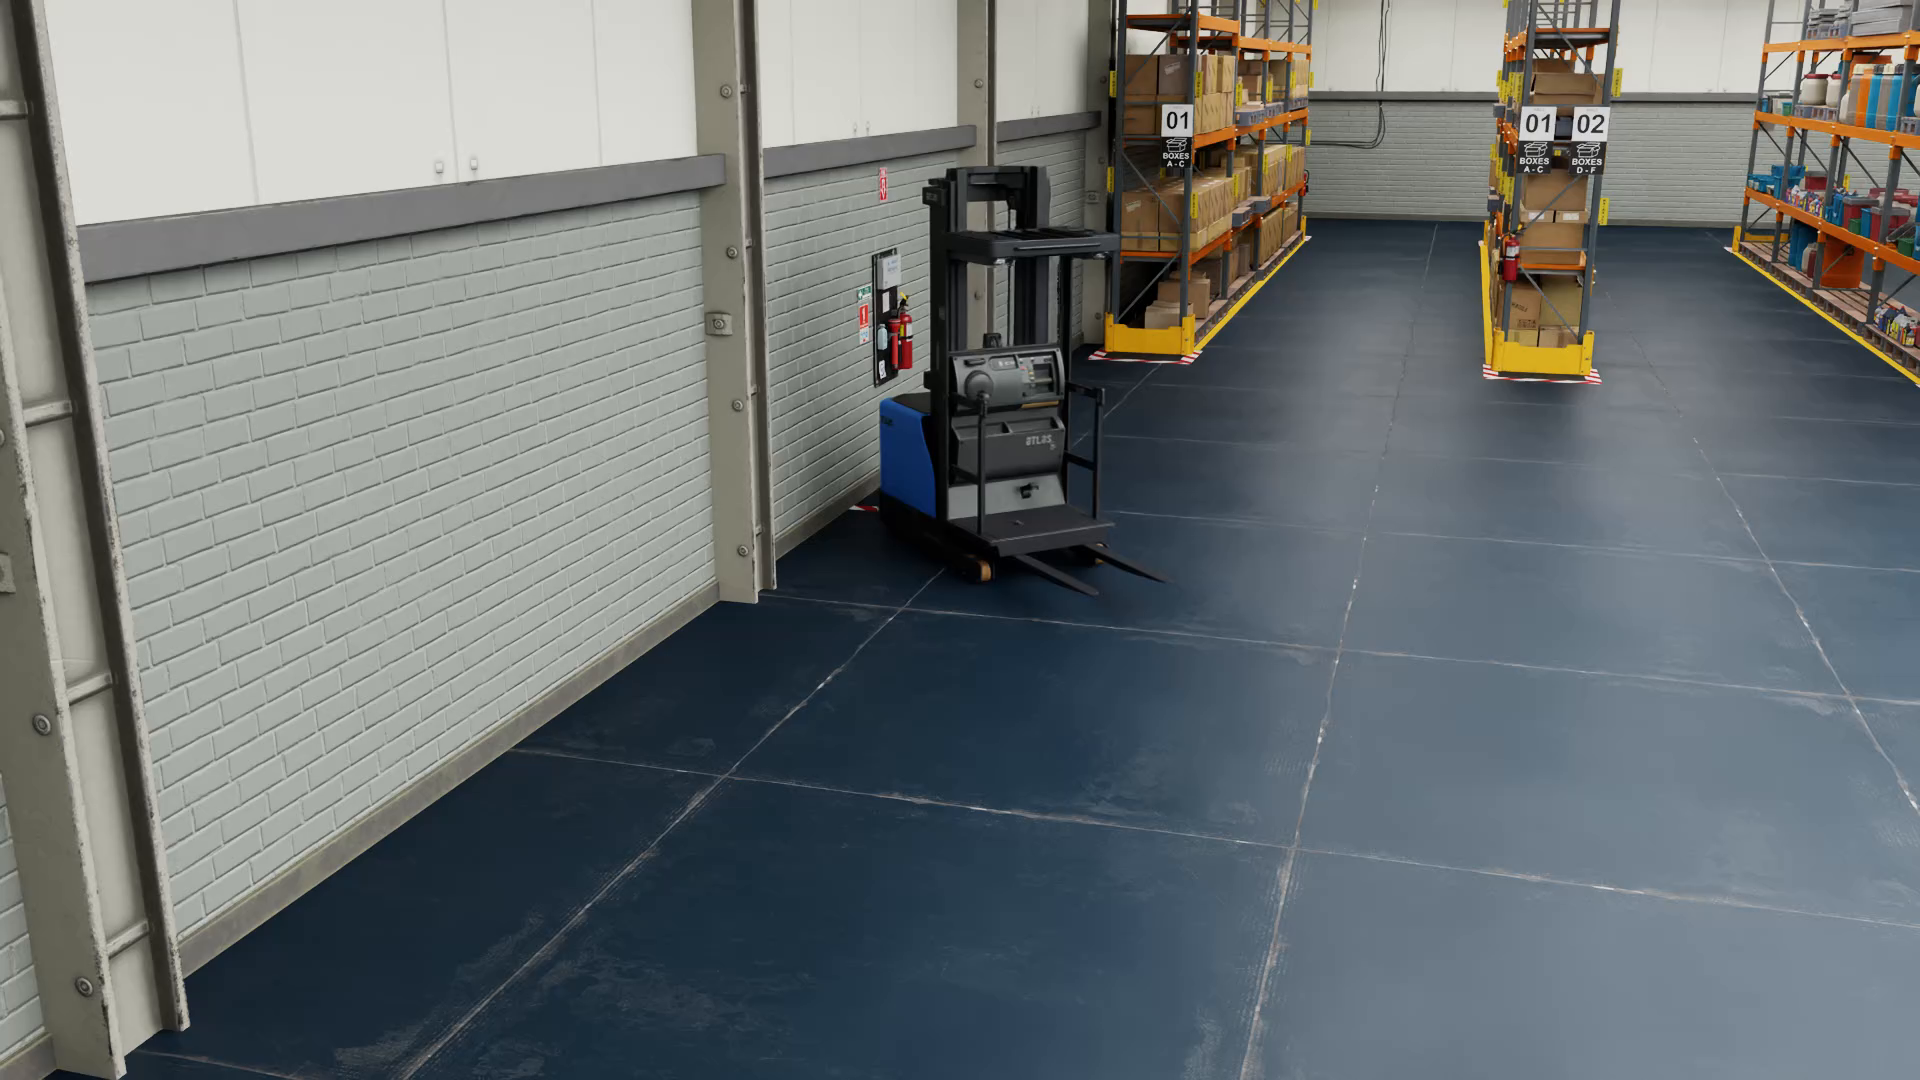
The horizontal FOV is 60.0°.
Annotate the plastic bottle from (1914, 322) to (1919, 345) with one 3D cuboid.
[{"bbox_3d":[12.303,-2.654,21.361,0.061,0.283,0.133,5,16,16],"label":"plastic bottle"}]

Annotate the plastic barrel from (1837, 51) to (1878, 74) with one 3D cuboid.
[{"bbox_3d":[15.073,-7.746,27.957,0.600,0.901,0.708,5,16,16],"label":"plastic barrel"}]

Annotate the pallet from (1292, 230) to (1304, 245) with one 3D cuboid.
[{"bbox_3d":[6.897,-6.576,36.128,1.003,0.211,1.213,5,16,16],"label":"pallet"}]

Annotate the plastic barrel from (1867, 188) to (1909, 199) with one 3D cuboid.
[{"bbox_3d":[14.433,-5.192,25.889,0.600,0.536,0.708,5,16,16],"label":"plastic barrel"}]

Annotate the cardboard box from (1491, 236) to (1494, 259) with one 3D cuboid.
[{"bbox_3d":[9.858,-5.202,29.947,0.500,0.500,0.500,4,16,14],"label":"cardboard box"}]

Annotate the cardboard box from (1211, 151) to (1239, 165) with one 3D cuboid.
[{"bbox_3d":[4.656,-6.740,29.457,0.500,0.250,0.500,5,17,17],"label":"cardboard box"}]

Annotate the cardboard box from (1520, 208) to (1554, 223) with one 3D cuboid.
[{"bbox_3d":[7.179,-4.039,20.700,0.380,0.149,0.250,4,16,15],"label":"cardboard box"}]

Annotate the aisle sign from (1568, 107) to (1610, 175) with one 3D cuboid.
[{"bbox_3d":[7.528,-4.774,19.898,0.394,0.787,0.004,5,16,16],"label":"aisle sign"}]

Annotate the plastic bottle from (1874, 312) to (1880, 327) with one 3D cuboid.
[{"bbox_3d":[12.598,-3.015,22.783,0.097,0.201,0.097,0,16,0],"label":"plastic bottle"}]

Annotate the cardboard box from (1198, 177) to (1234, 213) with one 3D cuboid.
[{"bbox_3d":[3.801,-5.144,24.833,0.500,0.500,0.500,5,16,16],"label":"cardboard box"}]

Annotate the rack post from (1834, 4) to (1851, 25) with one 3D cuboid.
[{"bbox_3d":[14.441,-8.314,26.290,0.954,0.300,0.937,5,16,16],"label":"rack post"}]

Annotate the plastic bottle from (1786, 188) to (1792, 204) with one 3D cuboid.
[{"bbox_3d":[14.860,-6.164,29.780,0.061,0.283,0.133,5,16,16],"label":"plastic bottle"}]

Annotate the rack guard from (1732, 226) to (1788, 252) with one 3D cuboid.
[{"bbox_3d":[16.542,-6.170,34.165,1.175,0.500,0.348,5,16,16],"label":"rack guard"}]

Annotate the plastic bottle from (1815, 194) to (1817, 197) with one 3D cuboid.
[{"bbox_3d":[14.609,-5.772,28.417,0.097,0.271,0.097,0,16,0],"label":"plastic bottle"}]

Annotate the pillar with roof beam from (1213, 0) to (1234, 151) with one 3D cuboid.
[{"bbox_3d":[9.410,-9.889,31.703,9.100,9.000,0.400,5,16,16],"label":"pillar with roof beam"}]

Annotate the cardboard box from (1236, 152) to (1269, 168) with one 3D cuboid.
[{"bbox_3d":[5.160,-6.708,29.343,0.500,0.250,0.500,5,17,17],"label":"cardboard box"}]

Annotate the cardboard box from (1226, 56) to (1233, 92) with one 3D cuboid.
[{"bbox_3d":[3.610,-6.678,23.828,0.500,0.500,0.500,6,17,19],"label":"cardboard box"}]

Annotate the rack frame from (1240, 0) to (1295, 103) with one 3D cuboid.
[{"bbox_3d":[5.913,-9.973,31.998,1.000,3.000,0.127,5,16,16],"label":"rack frame"}]

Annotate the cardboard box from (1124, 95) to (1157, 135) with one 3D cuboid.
[{"bbox_3d":[2.378,-5.577,21.777,0.500,0.500,0.500,6,17,20],"label":"cardboard box"}]

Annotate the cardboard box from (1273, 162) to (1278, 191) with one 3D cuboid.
[{"bbox_3d":[5.600,-6.751,30.869,0.500,0.500,0.500,5,17,17],"label":"cardboard box"}]

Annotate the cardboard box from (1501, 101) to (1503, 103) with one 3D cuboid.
[{"bbox_3d":[10.546,-8.222,31.598,0.500,0.250,0.500,5,16,16],"label":"cardboard box"}]

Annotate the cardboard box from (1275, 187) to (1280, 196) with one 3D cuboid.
[{"bbox_3d":[5.903,-6.659,31.734,0.380,0.149,0.250,5,16,16],"label":"cardboard box"}]

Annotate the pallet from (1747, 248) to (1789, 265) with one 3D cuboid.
[{"bbox_3d":[15.928,-5.492,32.307,1.003,0.211,1.213,5,16,16],"label":"pallet"}]

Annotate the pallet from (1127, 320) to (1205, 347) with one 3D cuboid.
[{"bbox_3d":[2.789,-2.835,22.939,1.003,0.211,1.213,5,16,16],"label":"pallet"}]

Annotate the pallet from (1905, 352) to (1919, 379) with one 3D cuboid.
[{"bbox_3d":[12.214,-2.073,20.251,1.003,0.211,1.213,5,16,16],"label":"pallet"}]

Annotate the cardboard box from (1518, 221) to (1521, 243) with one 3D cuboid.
[{"bbox_3d":[7.689,-4.000,21.753,0.700,0.500,0.500,5,17,16],"label":"cardboard box"}]

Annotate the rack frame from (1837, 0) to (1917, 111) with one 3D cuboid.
[{"bbox_3d":[14.274,-8.158,25.600,1.000,3.000,0.127,5,16,16],"label":"rack frame"}]

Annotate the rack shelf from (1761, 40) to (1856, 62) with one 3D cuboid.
[{"bbox_3d":[15.980,-9.189,31.287,1.077,0.370,4.000,5,16,16],"label":"rack shelf"}]

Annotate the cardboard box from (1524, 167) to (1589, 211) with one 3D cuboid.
[{"bbox_3d":[7.413,-4.371,20.683,0.700,0.500,0.500,5,16,16],"label":"cardboard box"}]

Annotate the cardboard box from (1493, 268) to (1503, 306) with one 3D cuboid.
[{"bbox_3d":[7.674,-3.492,23.038,0.500,0.500,0.500,5,16,16],"label":"cardboard box"}]

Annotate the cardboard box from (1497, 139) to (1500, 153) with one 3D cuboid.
[{"bbox_3d":[10.702,-7.519,32.326,0.500,0.500,0.500,4,16,15],"label":"cardboard box"}]

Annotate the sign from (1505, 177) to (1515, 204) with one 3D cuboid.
[{"bbox_3d":[6.737,-4.281,20.368,0.100,0.325,0.005,5,16,16],"label":"sign"}]

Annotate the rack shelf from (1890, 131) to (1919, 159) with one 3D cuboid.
[{"bbox_3d":[12.569,-4.799,20.573,1.077,0.370,4.000,5,16,16],"label":"rack shelf"}]

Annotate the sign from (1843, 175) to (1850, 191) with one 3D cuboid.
[{"bbox_3d":[15.938,-6.408,29.918,0.100,0.325,0.005,5,16,16],"label":"sign"}]

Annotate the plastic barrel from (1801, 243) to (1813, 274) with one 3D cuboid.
[{"bbox_3d":[14.793,-4.856,28.744,0.421,0.512,0.421,0,16,0],"label":"plastic barrel"}]

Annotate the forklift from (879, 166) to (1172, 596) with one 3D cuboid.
[{"bbox_3d":[0.468,-1.234,12.308,1.130,2.935,3.031,-8,18,-27],"label":"forklift"}]

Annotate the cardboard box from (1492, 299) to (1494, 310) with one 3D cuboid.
[{"bbox_3d":[7.820,-3.261,23.600,0.500,0.250,0.500,5,16,16],"label":"cardboard box"}]

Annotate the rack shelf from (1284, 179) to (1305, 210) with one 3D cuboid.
[{"bbox_3d":[6.481,-7.264,34.760,1.077,0.370,4.000,5,16,16],"label":"rack shelf"}]

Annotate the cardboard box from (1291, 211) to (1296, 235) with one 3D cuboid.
[{"bbox_3d":[6.804,-6.811,35.656,0.700,0.500,0.500,5,16,16],"label":"cardboard box"}]

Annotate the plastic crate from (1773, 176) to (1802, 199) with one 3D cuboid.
[{"bbox_3d":[15.217,-6.488,30.626,0.392,0.384,0.575,5,16,16],"label":"plastic crate"}]

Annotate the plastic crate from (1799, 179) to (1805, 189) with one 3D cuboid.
[{"bbox_3d":[16.022,-6.675,31.474,0.437,0.282,0.530,5,16,16],"label":"plastic crate"}]

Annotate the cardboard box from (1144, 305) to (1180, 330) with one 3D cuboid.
[{"bbox_3d":[2.785,-3.039,22.669,0.500,0.311,0.500,3,16,10],"label":"cardboard box"}]

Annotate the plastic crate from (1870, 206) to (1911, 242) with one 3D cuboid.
[{"bbox_3d":[12.982,-4.407,23.251,0.402,0.464,0.583,5,16,16],"label":"plastic crate"}]

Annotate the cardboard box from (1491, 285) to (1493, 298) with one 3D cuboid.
[{"bbox_3d":[8.520,-3.887,25.805,0.500,0.250,0.500,5,17,17],"label":"cardboard box"}]

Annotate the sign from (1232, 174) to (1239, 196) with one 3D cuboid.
[{"bbox_3d":[4.162,-5.370,25.178,0.100,0.325,0.005,5,16,16],"label":"sign"}]

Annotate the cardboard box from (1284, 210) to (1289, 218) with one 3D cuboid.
[{"bbox_3d":[6.496,-6.661,33.940,0.380,0.149,0.250,5,17,18],"label":"cardboard box"}]

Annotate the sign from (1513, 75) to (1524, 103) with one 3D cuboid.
[{"bbox_3d":[6.737,-5.441,20.039,0.100,0.325,0.005,5,16,16],"label":"sign"}]

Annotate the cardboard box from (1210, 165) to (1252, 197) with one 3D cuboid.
[{"bbox_3d":[4.652,-6.176,28.617,0.700,0.500,0.500,3,16,9],"label":"cardboard box"}]

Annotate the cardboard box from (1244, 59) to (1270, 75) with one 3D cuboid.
[{"bbox_3d":[5.887,-9.269,32.963,0.500,0.500,0.500,4,16,15],"label":"cardboard box"}]

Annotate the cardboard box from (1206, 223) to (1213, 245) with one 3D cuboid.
[{"bbox_3d":[3.230,-4.257,23.080,0.500,0.250,0.500,4,16,15],"label":"cardboard box"}]

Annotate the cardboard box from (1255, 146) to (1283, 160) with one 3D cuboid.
[{"bbox_3d":[5.871,-7.373,31.688,0.500,0.250,0.500,5,17,17],"label":"cardboard box"}]

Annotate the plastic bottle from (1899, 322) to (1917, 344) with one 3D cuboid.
[{"bbox_3d":[12.200,-2.658,21.390,0.152,0.276,0.135,5,17,16],"label":"plastic bottle"}]
